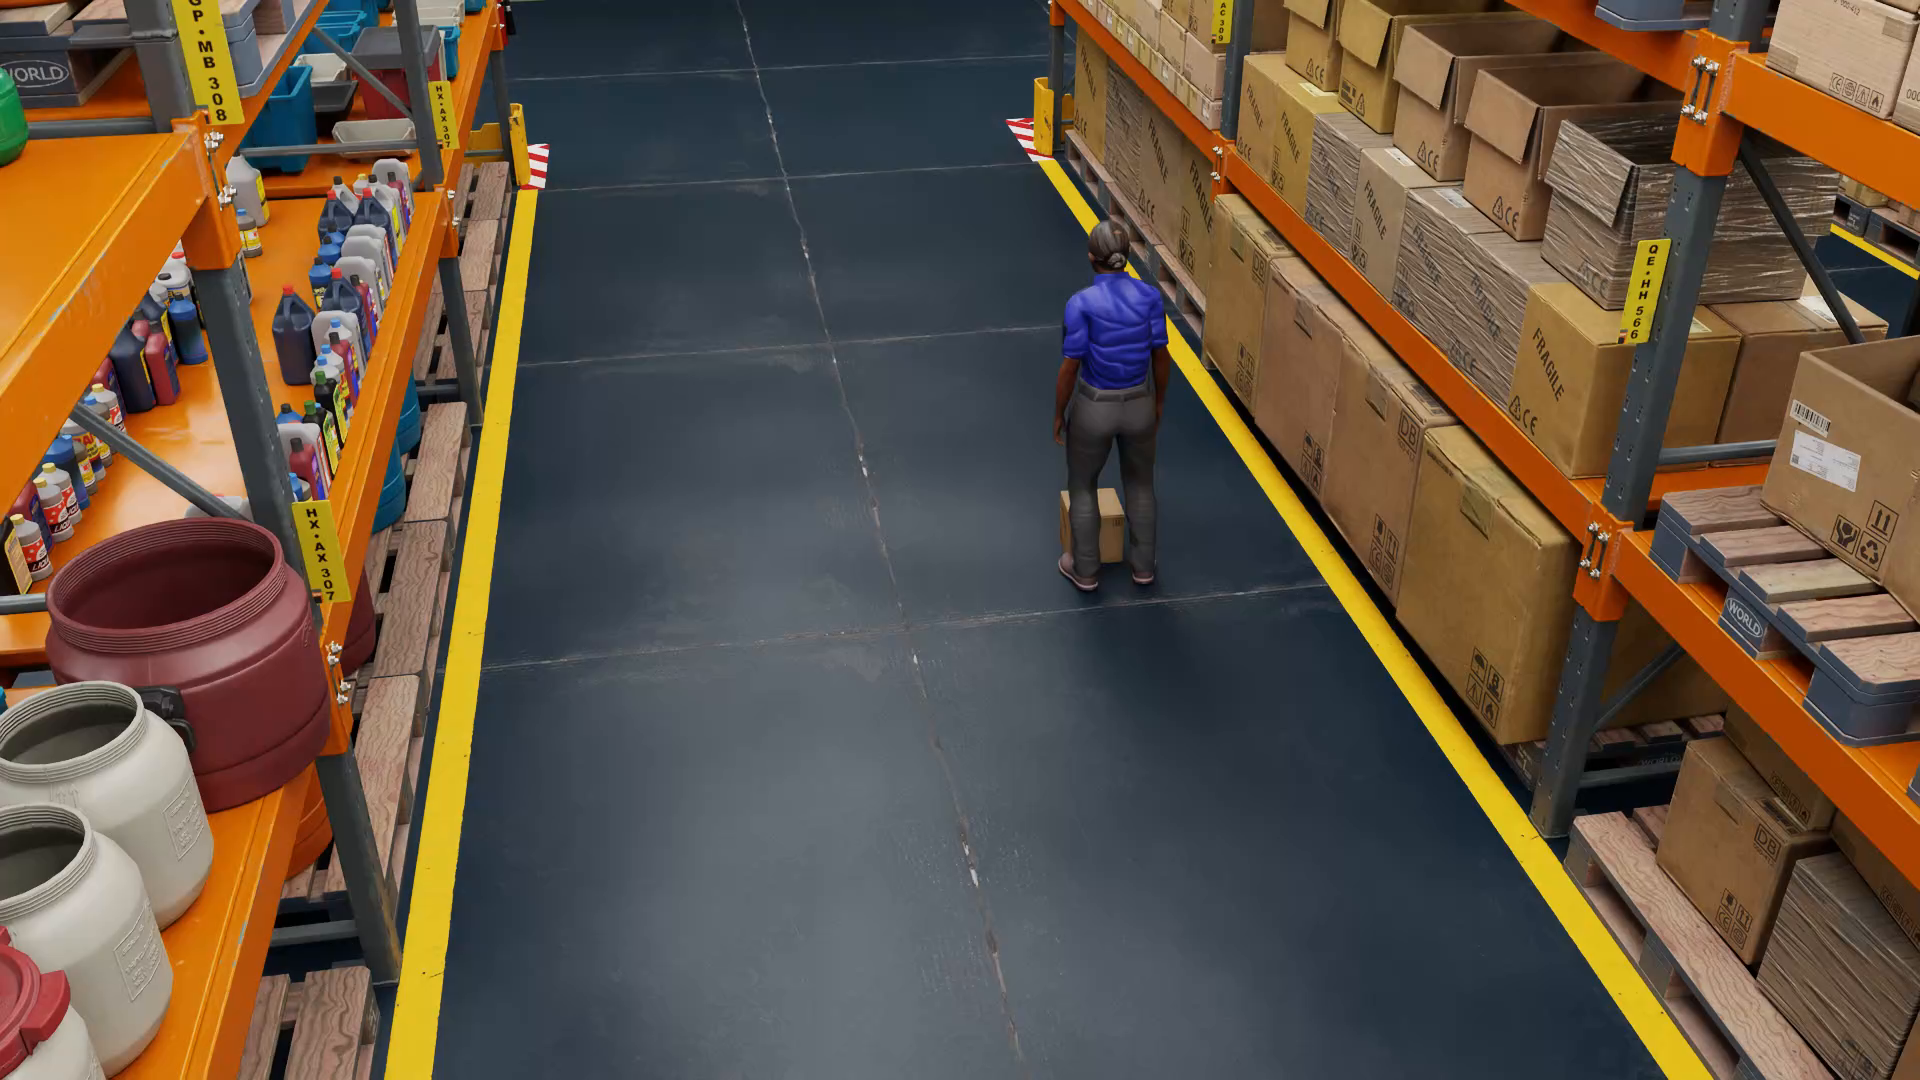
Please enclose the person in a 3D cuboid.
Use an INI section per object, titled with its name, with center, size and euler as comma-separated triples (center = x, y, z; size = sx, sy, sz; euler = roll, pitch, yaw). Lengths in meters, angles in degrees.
[person]
center = 0.649, -0.546, 7.051
size = 0.532, 1.654, 0.351
euler = -7, 32, -12
